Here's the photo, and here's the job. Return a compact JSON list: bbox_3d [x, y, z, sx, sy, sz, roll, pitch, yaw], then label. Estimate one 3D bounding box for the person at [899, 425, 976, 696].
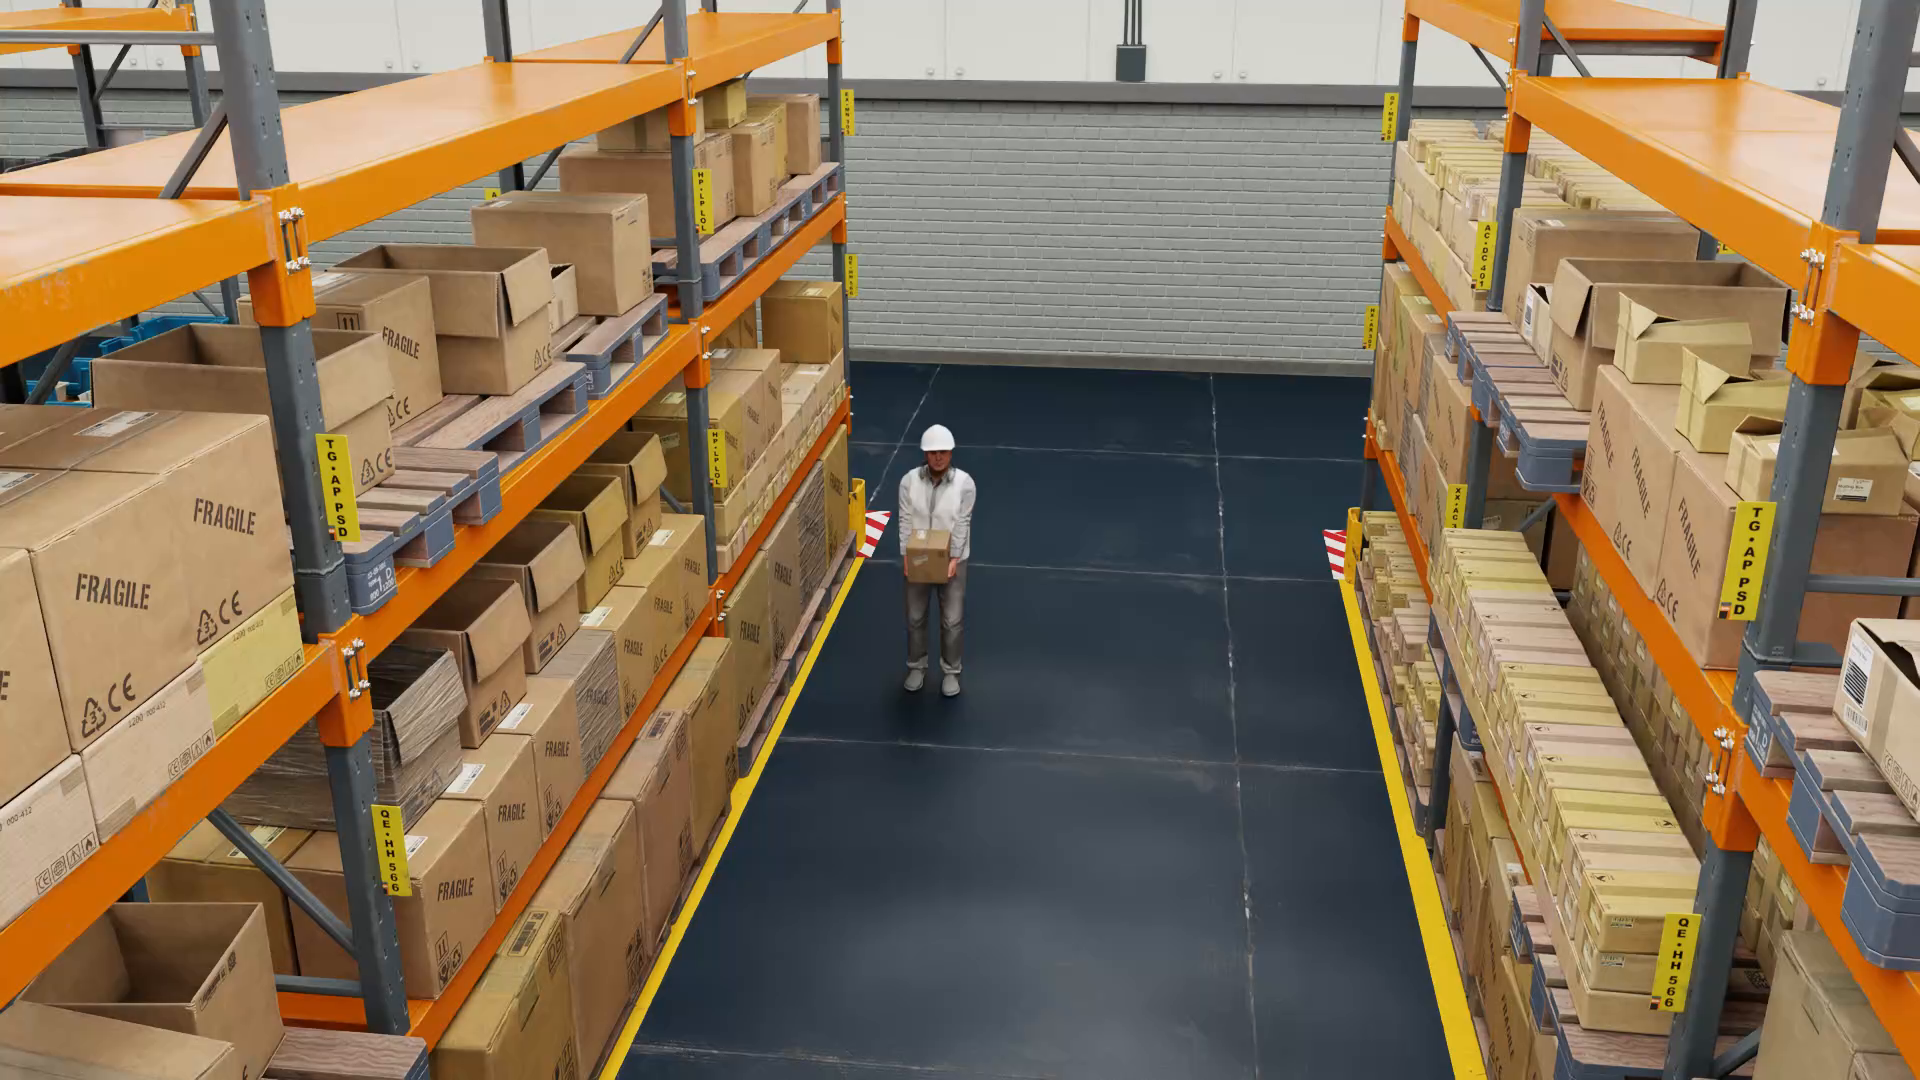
[{"bbox_3d":[-0.154,0.149,10.666,0.495,1.772,0.549,2,21,6],"label":"person"}]
